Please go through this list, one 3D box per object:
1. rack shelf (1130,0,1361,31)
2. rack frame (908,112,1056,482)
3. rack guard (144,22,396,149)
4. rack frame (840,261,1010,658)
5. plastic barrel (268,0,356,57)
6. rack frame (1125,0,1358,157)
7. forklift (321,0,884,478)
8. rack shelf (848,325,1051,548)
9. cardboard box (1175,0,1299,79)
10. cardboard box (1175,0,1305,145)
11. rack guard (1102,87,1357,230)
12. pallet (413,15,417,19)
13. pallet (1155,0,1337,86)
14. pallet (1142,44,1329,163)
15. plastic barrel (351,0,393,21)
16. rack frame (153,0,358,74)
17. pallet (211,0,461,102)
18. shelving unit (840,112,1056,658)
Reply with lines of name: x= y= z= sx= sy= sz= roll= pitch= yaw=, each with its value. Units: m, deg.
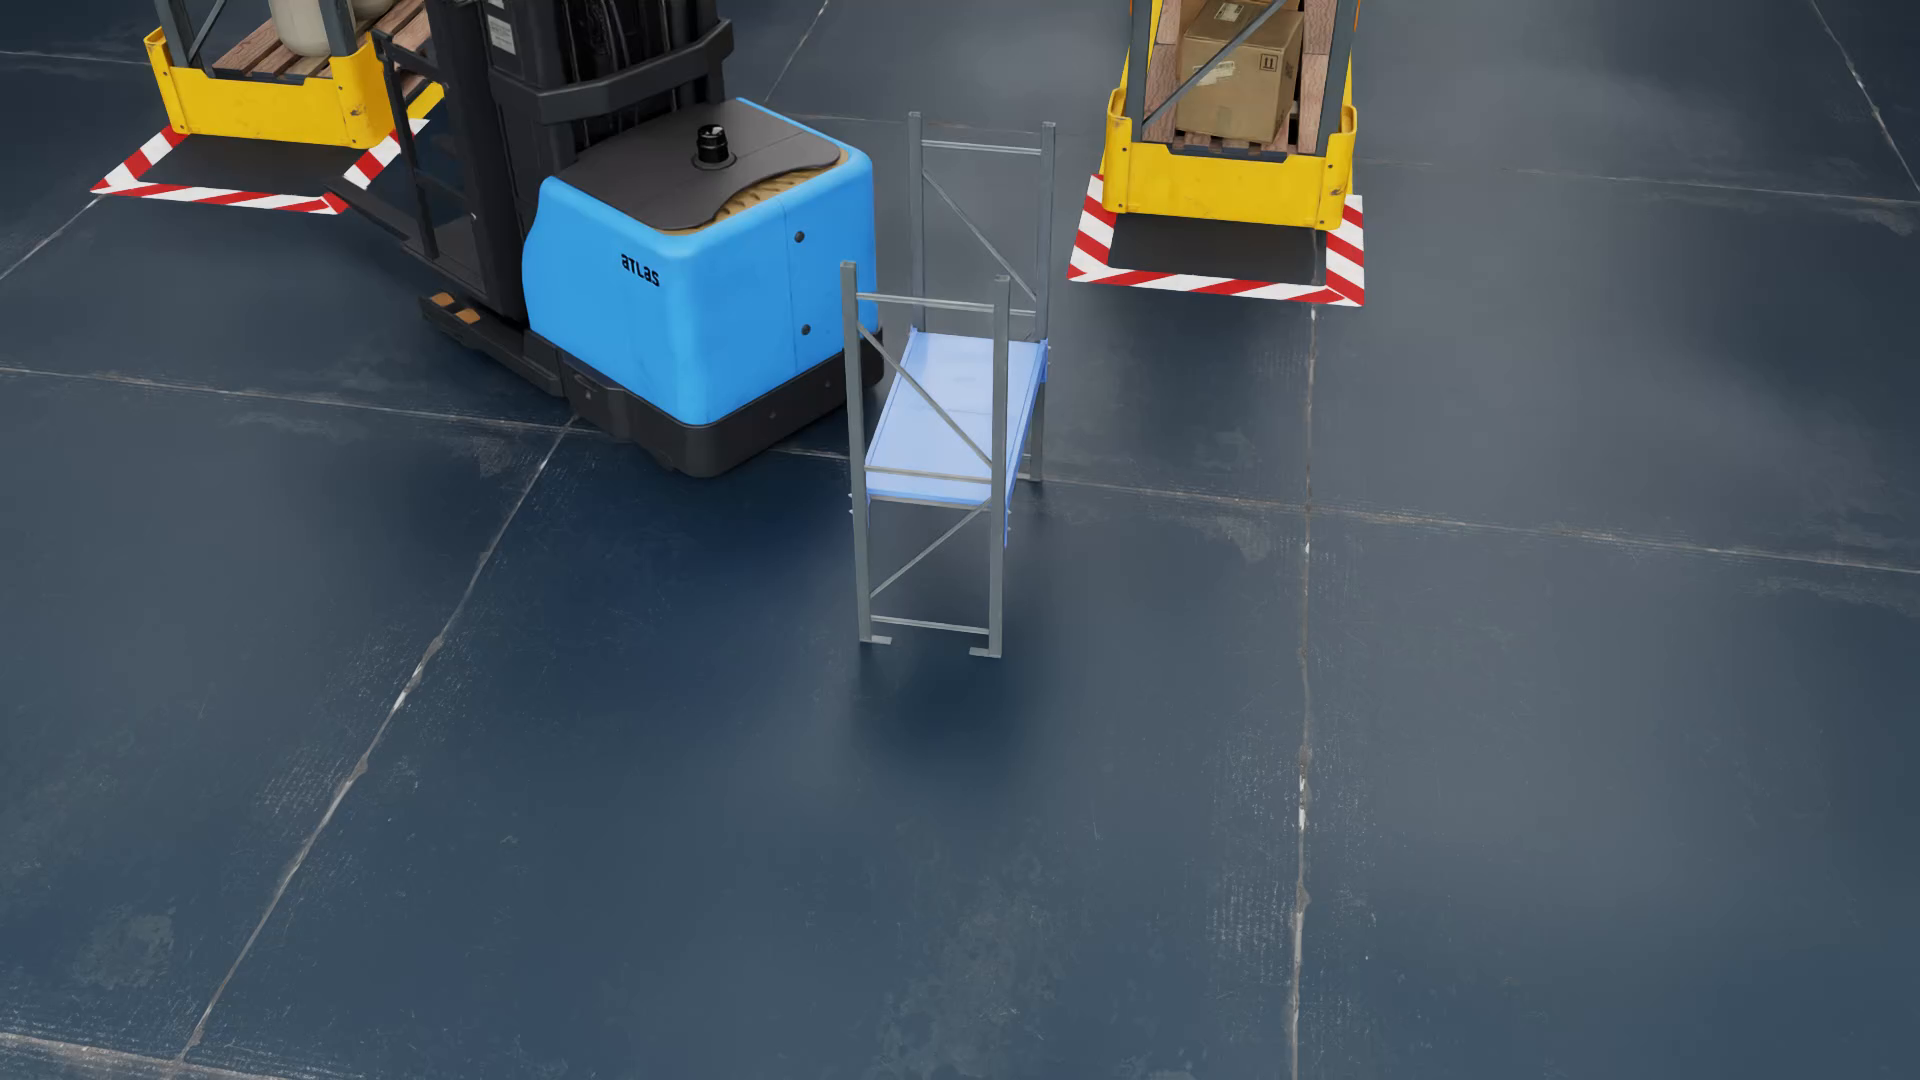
rack shelf: x=1.633 y=-3.755 z=9.002 sx=1.077 sy=0.370 sz=4.000 roll=6 pitch=40 yaw=8
rack frame: x=0.073 y=-0.844 z=6.093 sx=0.500 sy=1.500 sz=0.032 roll=6 pitch=40 yaw=8
rack guard: x=-3.625 y=-2.412 z=8.776 sx=1.175 sy=0.500 sz=0.348 roll=6 pitch=40 yaw=8
rack frame: x=-0.103 y=-0.205 z=5.321 sx=0.500 sy=1.500 sz=0.032 roll=6 pitch=40 yaw=8
plastic barrel: x=-3.553 y=-2.947 z=9.084 sx=0.421 sy=0.512 sz=0.421 roll=0 pitch=40 yaw=0
rack frame: x=1.287 y=-2.777 z=7.255 sx=1.000 sy=3.000 sz=0.127 roll=6 pitch=40 yaw=8
forklift: x=-1.740 y=-2.188 z=6.596 sx=3.031 sy=2.935 sz=1.130 roll=31 pitch=48 yaw=32
rack shelf: x=-0.015 y=-0.386 z=5.822 sx=0.538 sy=0.185 sz=1.000 roll=6 pitch=40 yaw=8
cardboard box: x=1.481 y=-2.744 z=8.847 sx=0.500 sy=0.500 sz=0.500 roll=17 pitch=42 yaw=19
cardboard box: x=1.411 y=-2.365 z=8.389 sx=0.500 sy=0.500 sz=0.500 roll=14 pitch=41 yaw=16
rack guard: x=1.300 y=-1.861 z=8.109 sx=1.175 sy=0.500 sz=0.348 roll=6 pitch=40 yaw=8
pallet: x=-3.266 y=-3.574 z=10.407 sx=1.003 sy=0.211 sz=1.213 roll=6 pitch=40 yaw=8
pallet: x=1.688 y=-3.019 z=9.736 sx=1.003 sy=0.211 sz=1.213 roll=6 pitch=40 yaw=8
pallet: x=1.475 y=-2.256 z=8.813 sx=1.003 sy=0.211 sz=1.213 roll=6 pitch=40 yaw=8
plastic barrel: x=-3.466 y=-3.262 z=9.464 sx=0.421 sy=0.512 sz=0.421 roll=0 pitch=40 yaw=0
rack frame: x=-3.592 y=-3.323 z=7.915 sx=1.000 sy=3.000 sz=0.127 roll=6 pitch=40 yaw=8
pallet: x=-3.479 y=-2.810 z=9.484 sx=1.003 sy=0.211 sz=1.213 roll=6 pitch=40 yaw=8
shelving unit: x=-0.015 y=-0.524 z=5.707 sx=0.538 sy=1.500 sz=1.048 roll=6 pitch=40 yaw=8
